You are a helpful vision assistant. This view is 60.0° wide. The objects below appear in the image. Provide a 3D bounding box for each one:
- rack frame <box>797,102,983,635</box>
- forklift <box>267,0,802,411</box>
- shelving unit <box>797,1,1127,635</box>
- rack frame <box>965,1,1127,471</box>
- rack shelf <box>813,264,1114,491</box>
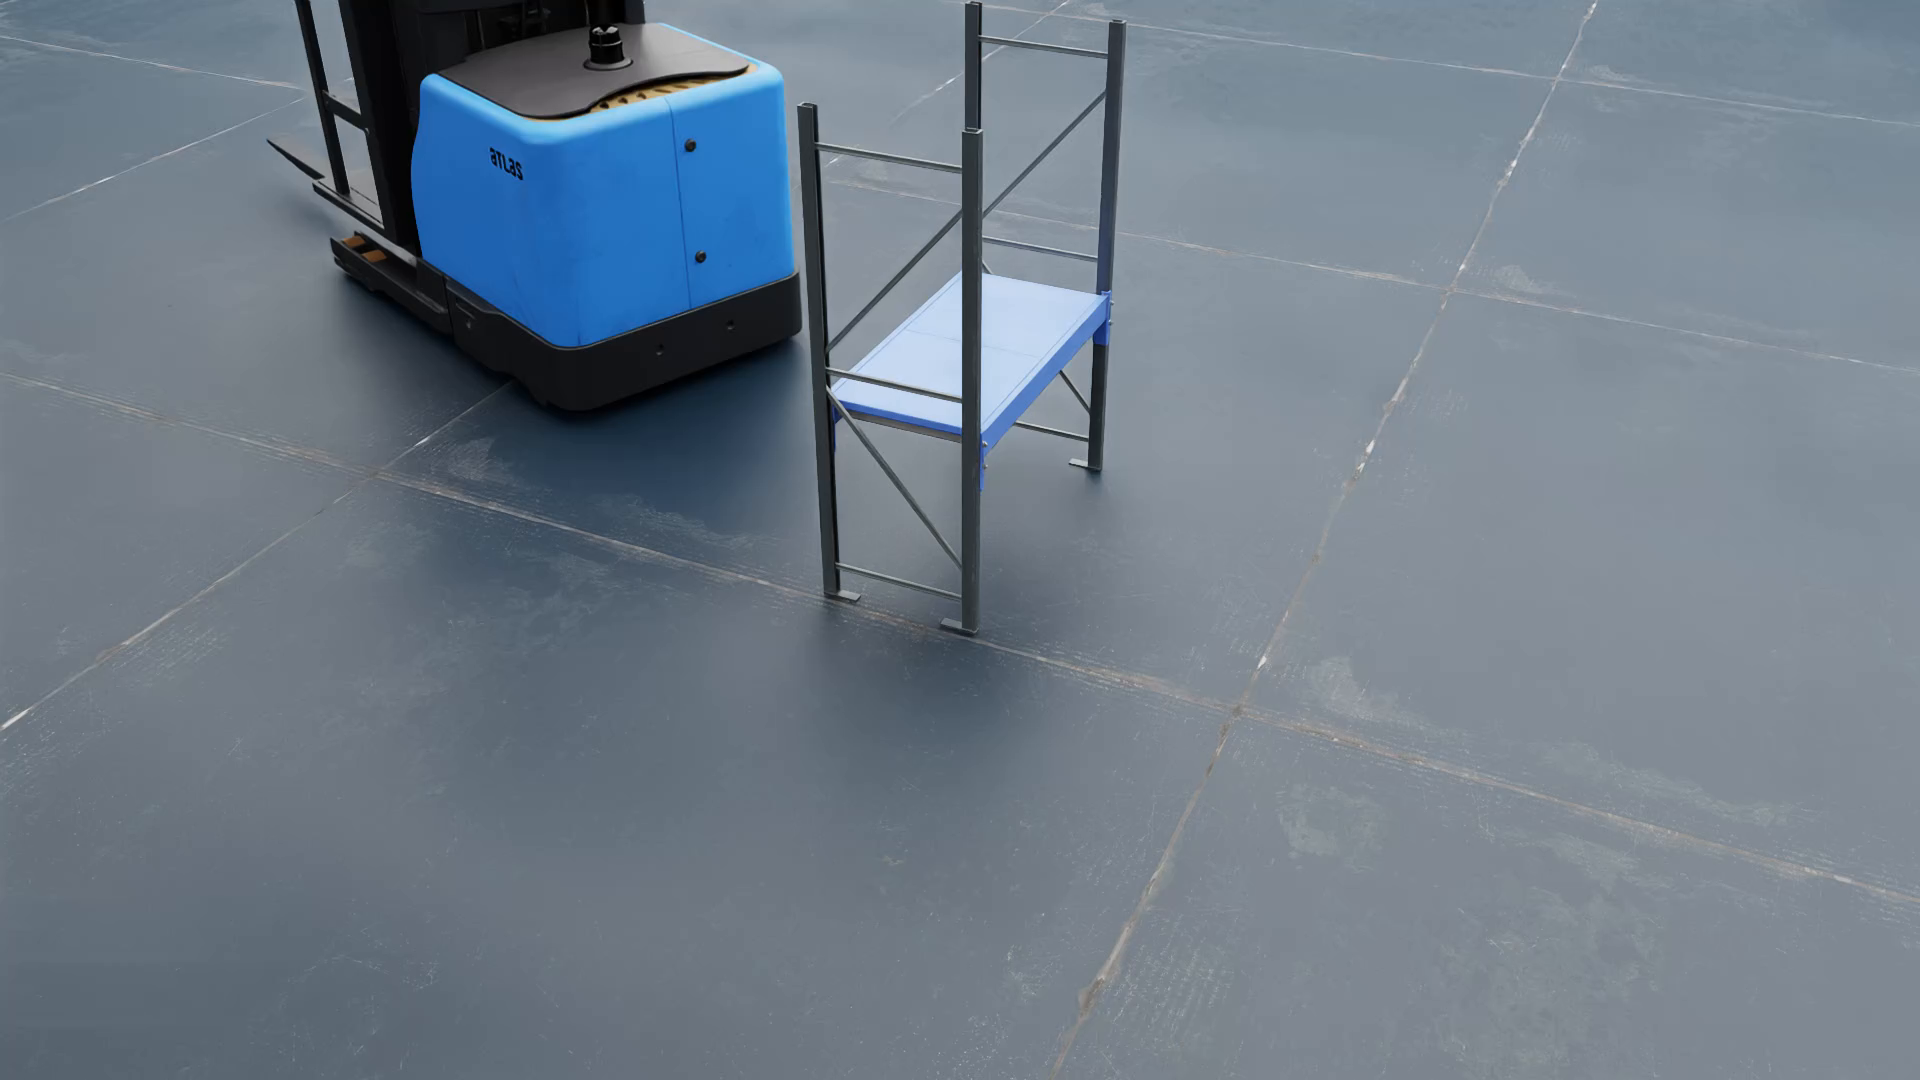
[{"bbox_3d":[-0.177,-0.417,4.517,0.500,1.500,0.032,14,36,20],"label":"rack frame"},{"bbox_3d":[-1.955,-2.405,6.244,1.130,2.935,3.031,-26,41,-34],"label":"forklift"},{"bbox_3d":[0.036,-0.670,4.904,0.538,1.500,1.048,14,36,20],"label":"shelving unit"},{"bbox_3d":[0.248,-0.923,5.290,0.500,1.500,0.032,14,36,20],"label":"rack frame"},{"bbox_3d":[0.036,-0.519,5.002,0.538,0.185,1.000,14,36,20],"label":"rack shelf"}]
